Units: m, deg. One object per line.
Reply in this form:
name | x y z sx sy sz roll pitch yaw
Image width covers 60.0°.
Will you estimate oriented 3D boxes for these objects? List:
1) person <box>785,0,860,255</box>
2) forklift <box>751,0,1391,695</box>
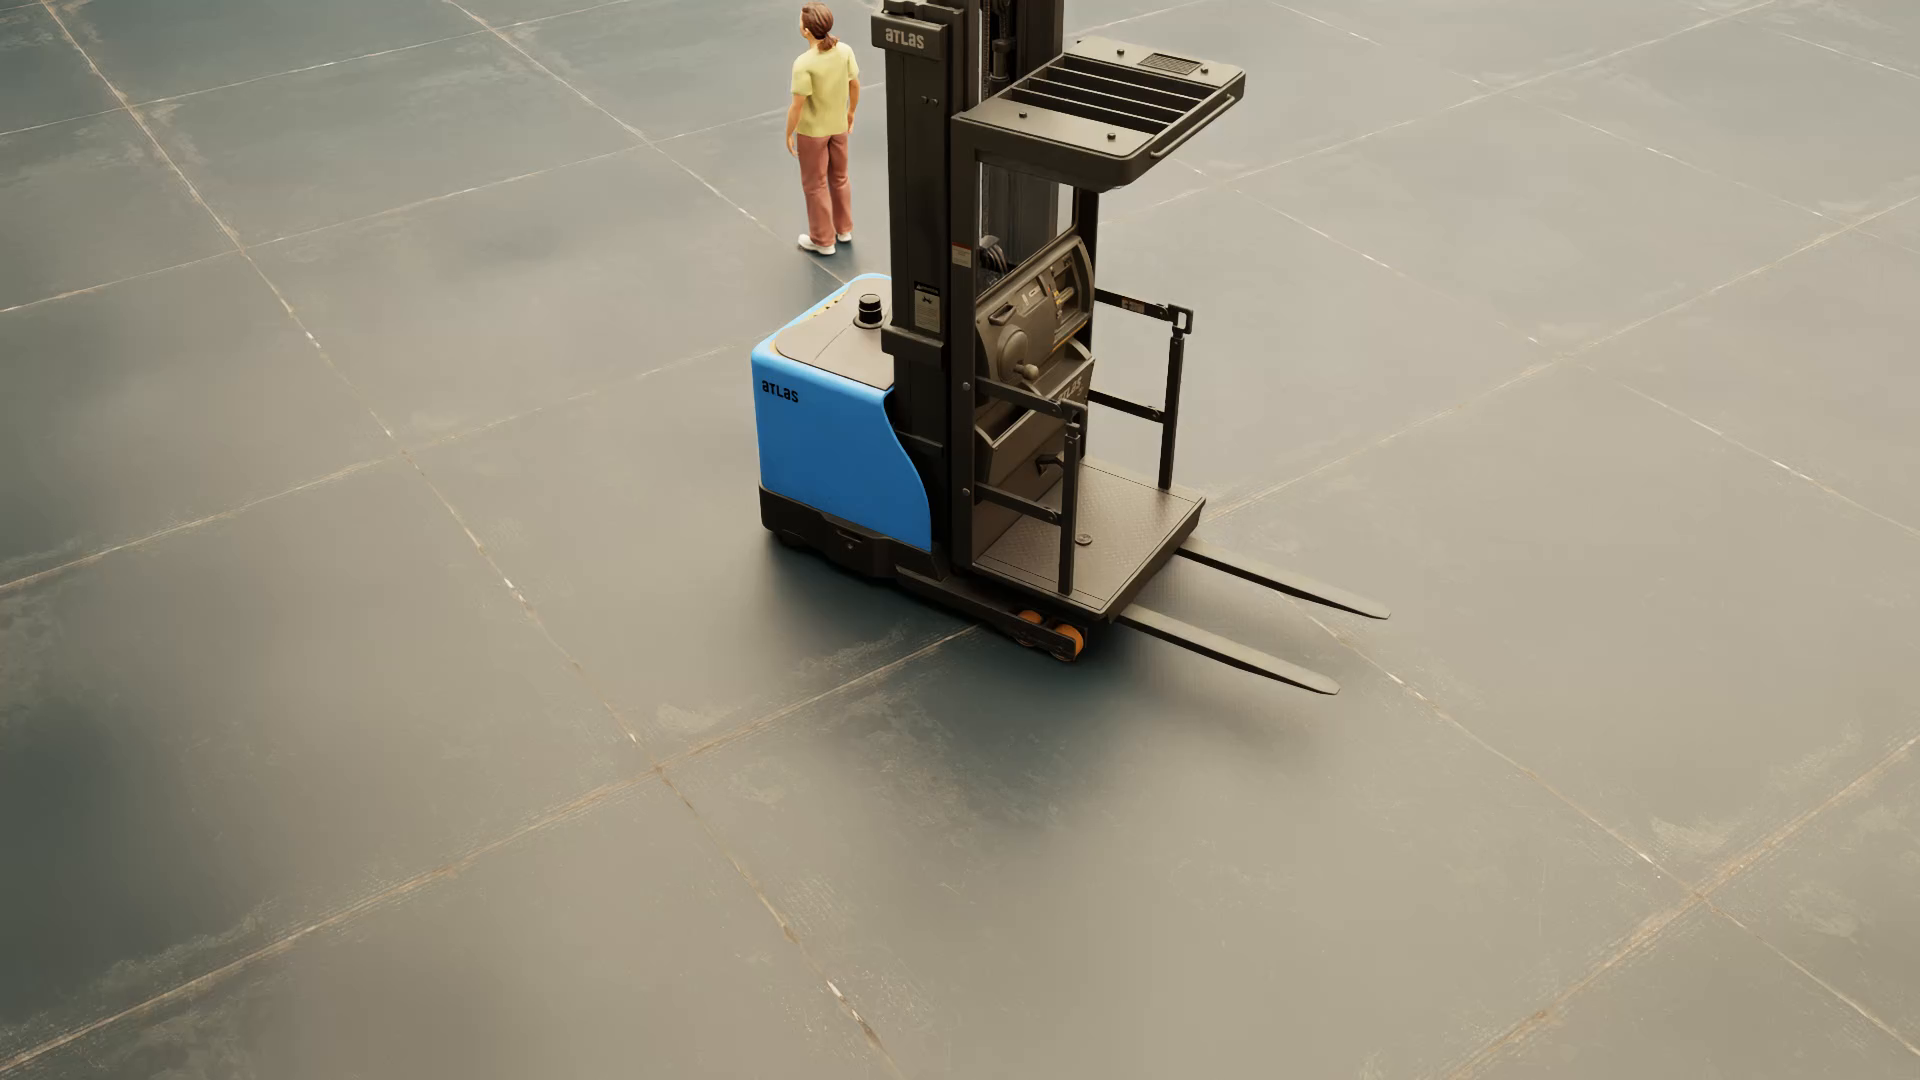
person | -0.910 -2.605 10.518 0.541 1.679 0.536 -25 43 -30
forklift | 0.514 -0.985 7.276 3.031 2.935 1.130 21 41 26
